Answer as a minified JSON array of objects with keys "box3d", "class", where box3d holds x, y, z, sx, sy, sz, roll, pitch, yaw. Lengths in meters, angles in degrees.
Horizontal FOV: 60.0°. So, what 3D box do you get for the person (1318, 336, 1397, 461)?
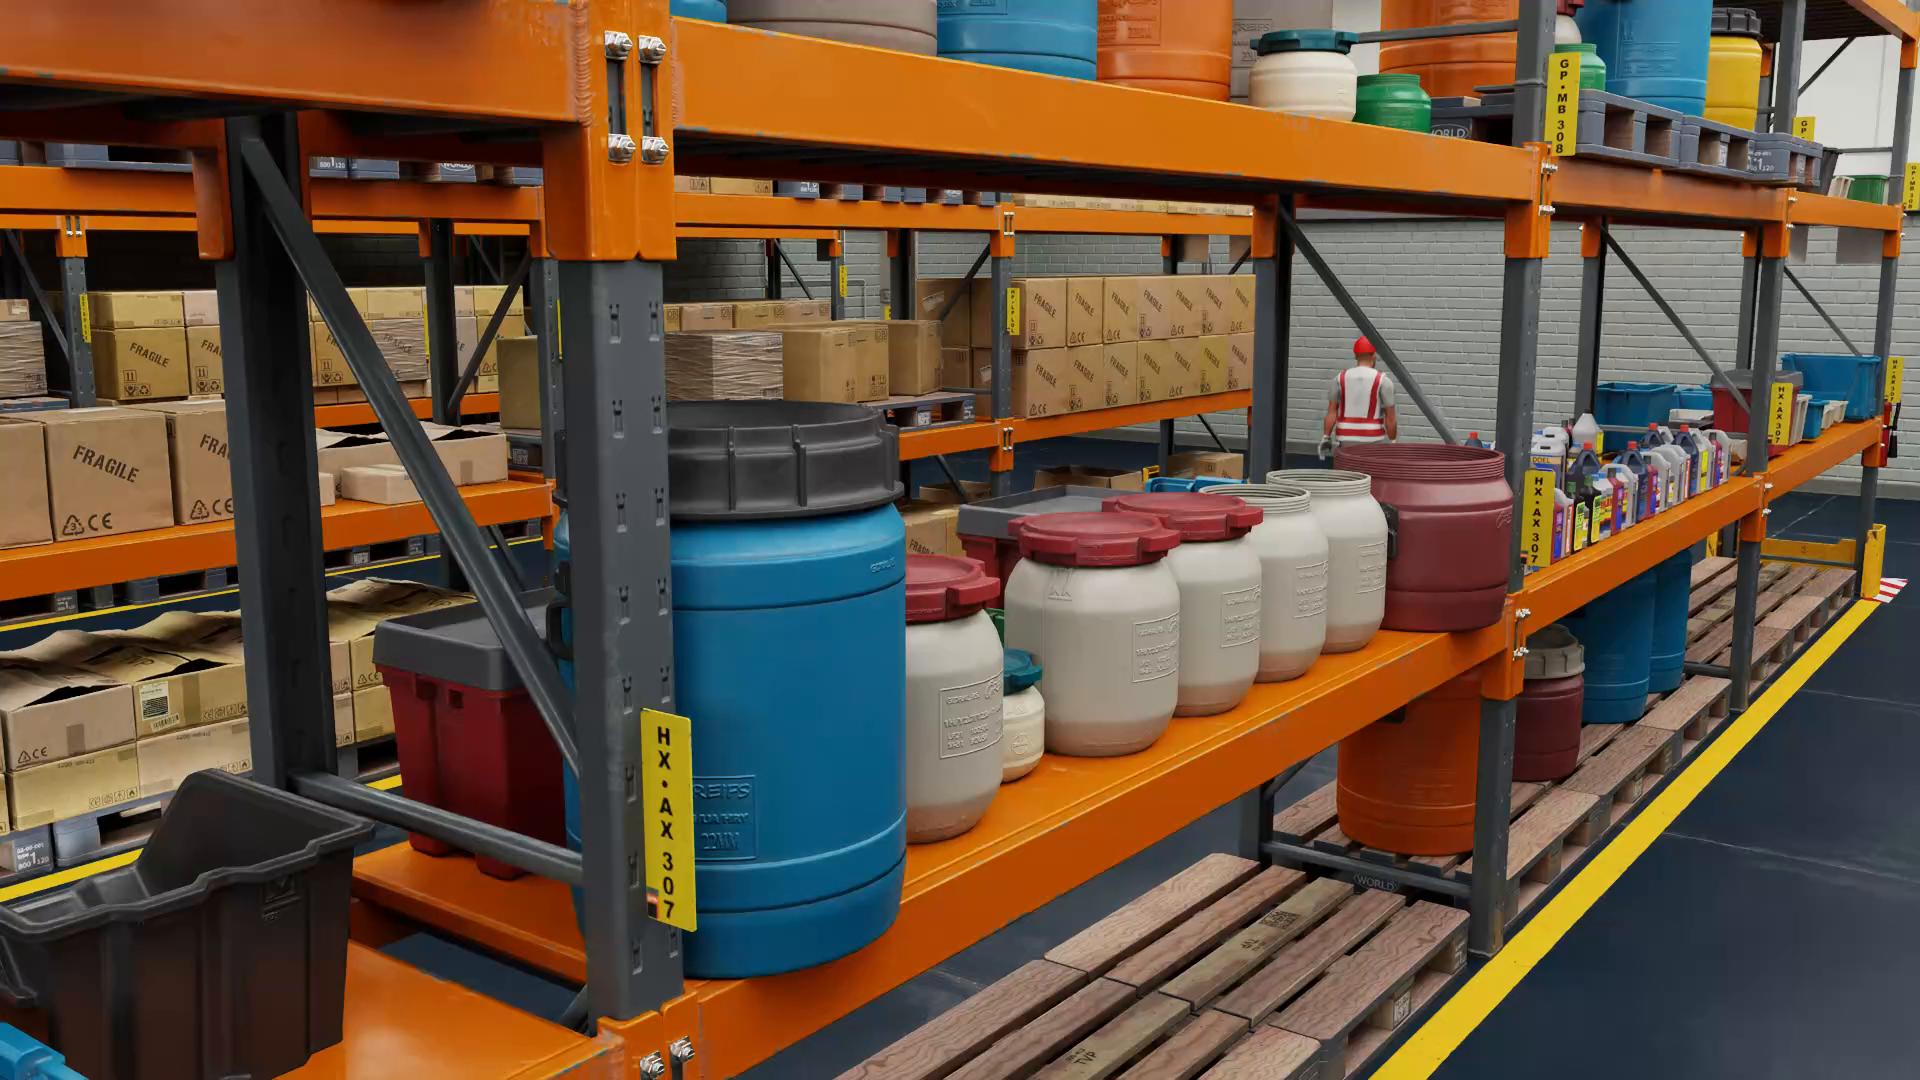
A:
[{"box3d":[3.353,-0.790,13.891,0.629,1.826,0.462,6,12,33],"class":"person"}]
